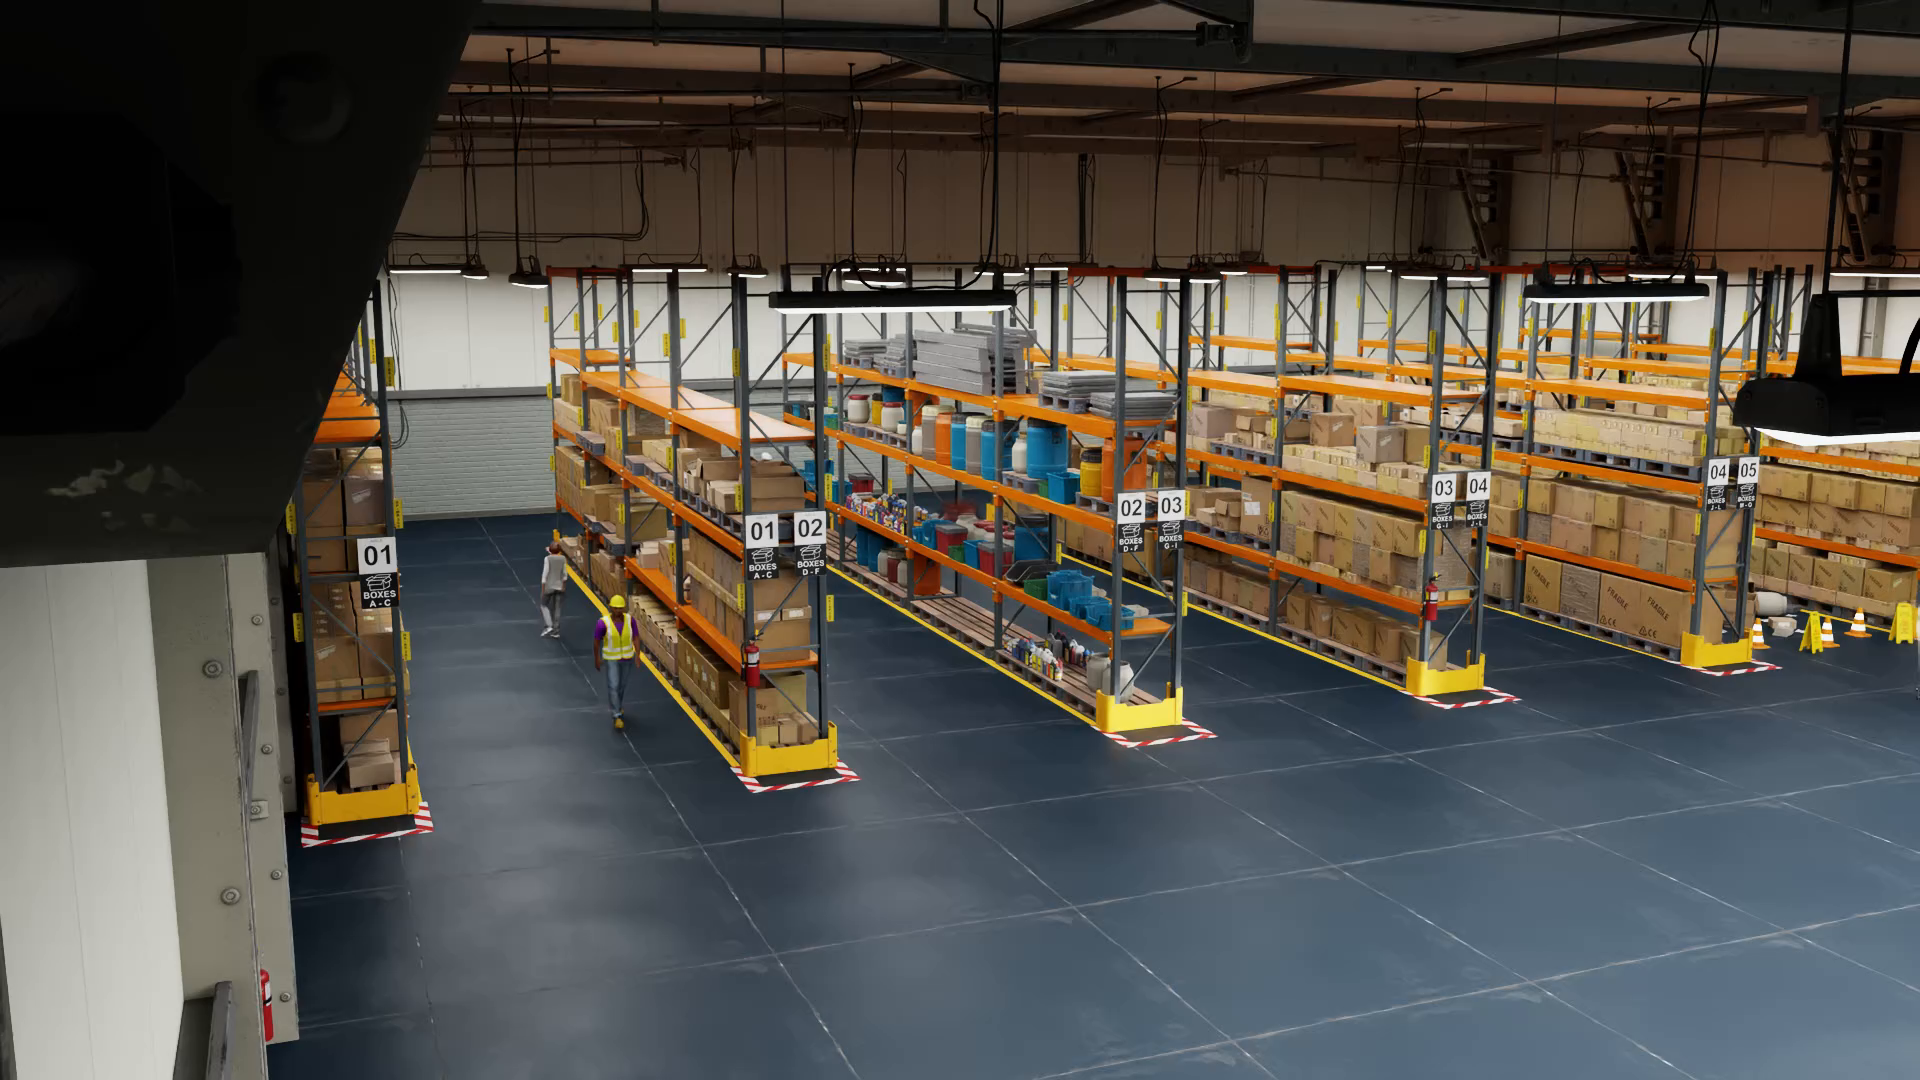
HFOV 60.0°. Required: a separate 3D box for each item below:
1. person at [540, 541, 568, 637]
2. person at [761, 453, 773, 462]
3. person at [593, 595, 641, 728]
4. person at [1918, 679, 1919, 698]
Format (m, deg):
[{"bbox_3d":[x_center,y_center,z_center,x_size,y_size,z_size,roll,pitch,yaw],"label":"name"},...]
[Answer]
[{"bbox_3d":[-6.693,0.809,27.365,0.483,1.598,0.367,-5,11,-28],"label":"person"},{"bbox_3d":[-4.559,-1.164,38.306,0.931,1.730,0.555,3,10,16],"label":"person"},{"bbox_3d":[-4.575,1.595,22.395,0.584,1.712,0.990,-6,12,-33],"label":"person"},{"bbox_3d":[13.673,1.514,23.121,0.528,1.634,0.849,1,10,7],"label":"person"}]
